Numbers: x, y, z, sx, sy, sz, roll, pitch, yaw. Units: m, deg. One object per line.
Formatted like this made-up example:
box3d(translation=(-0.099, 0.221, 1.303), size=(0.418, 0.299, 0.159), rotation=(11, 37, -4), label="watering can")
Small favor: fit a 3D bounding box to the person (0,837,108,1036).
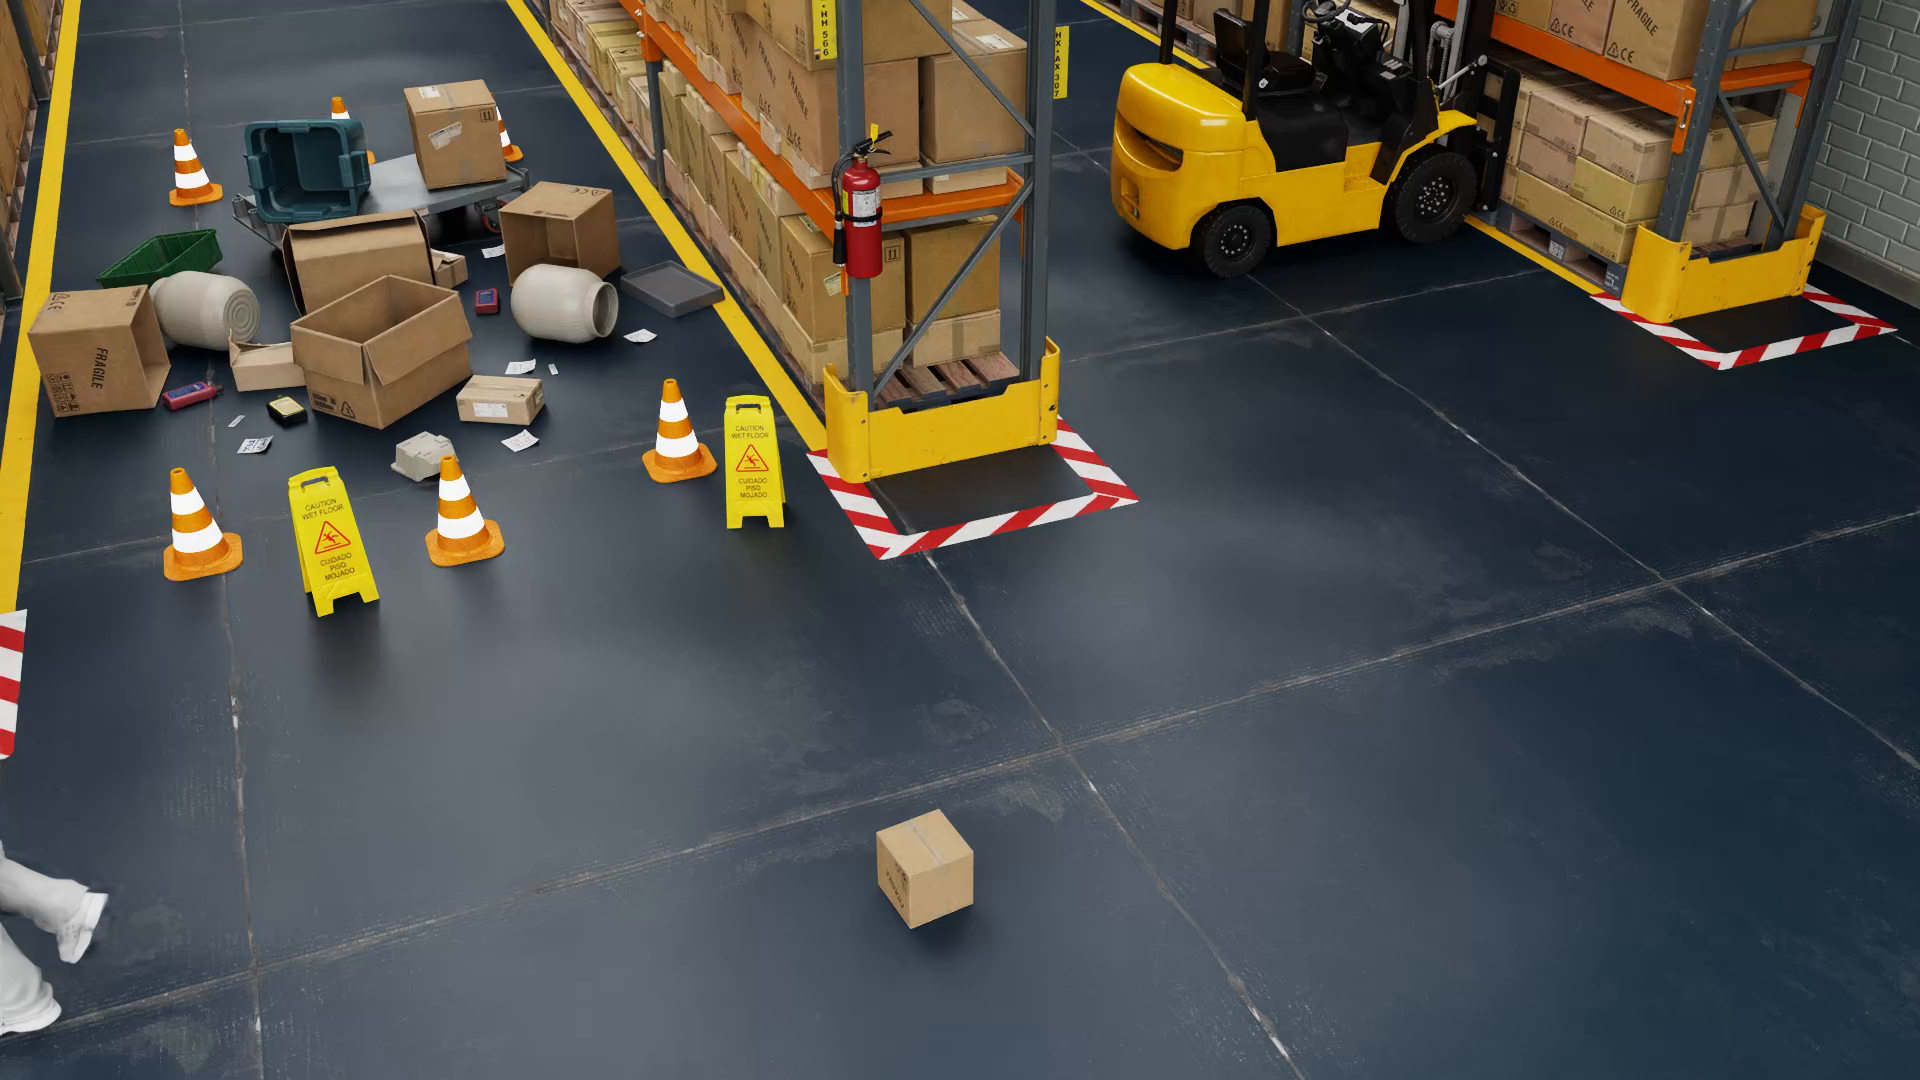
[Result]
box3d(translation=(-3.005, 0.764, 4.933), size=(0.578, 1.772, 0.595), rotation=(-9, 34, -14), label="person")
